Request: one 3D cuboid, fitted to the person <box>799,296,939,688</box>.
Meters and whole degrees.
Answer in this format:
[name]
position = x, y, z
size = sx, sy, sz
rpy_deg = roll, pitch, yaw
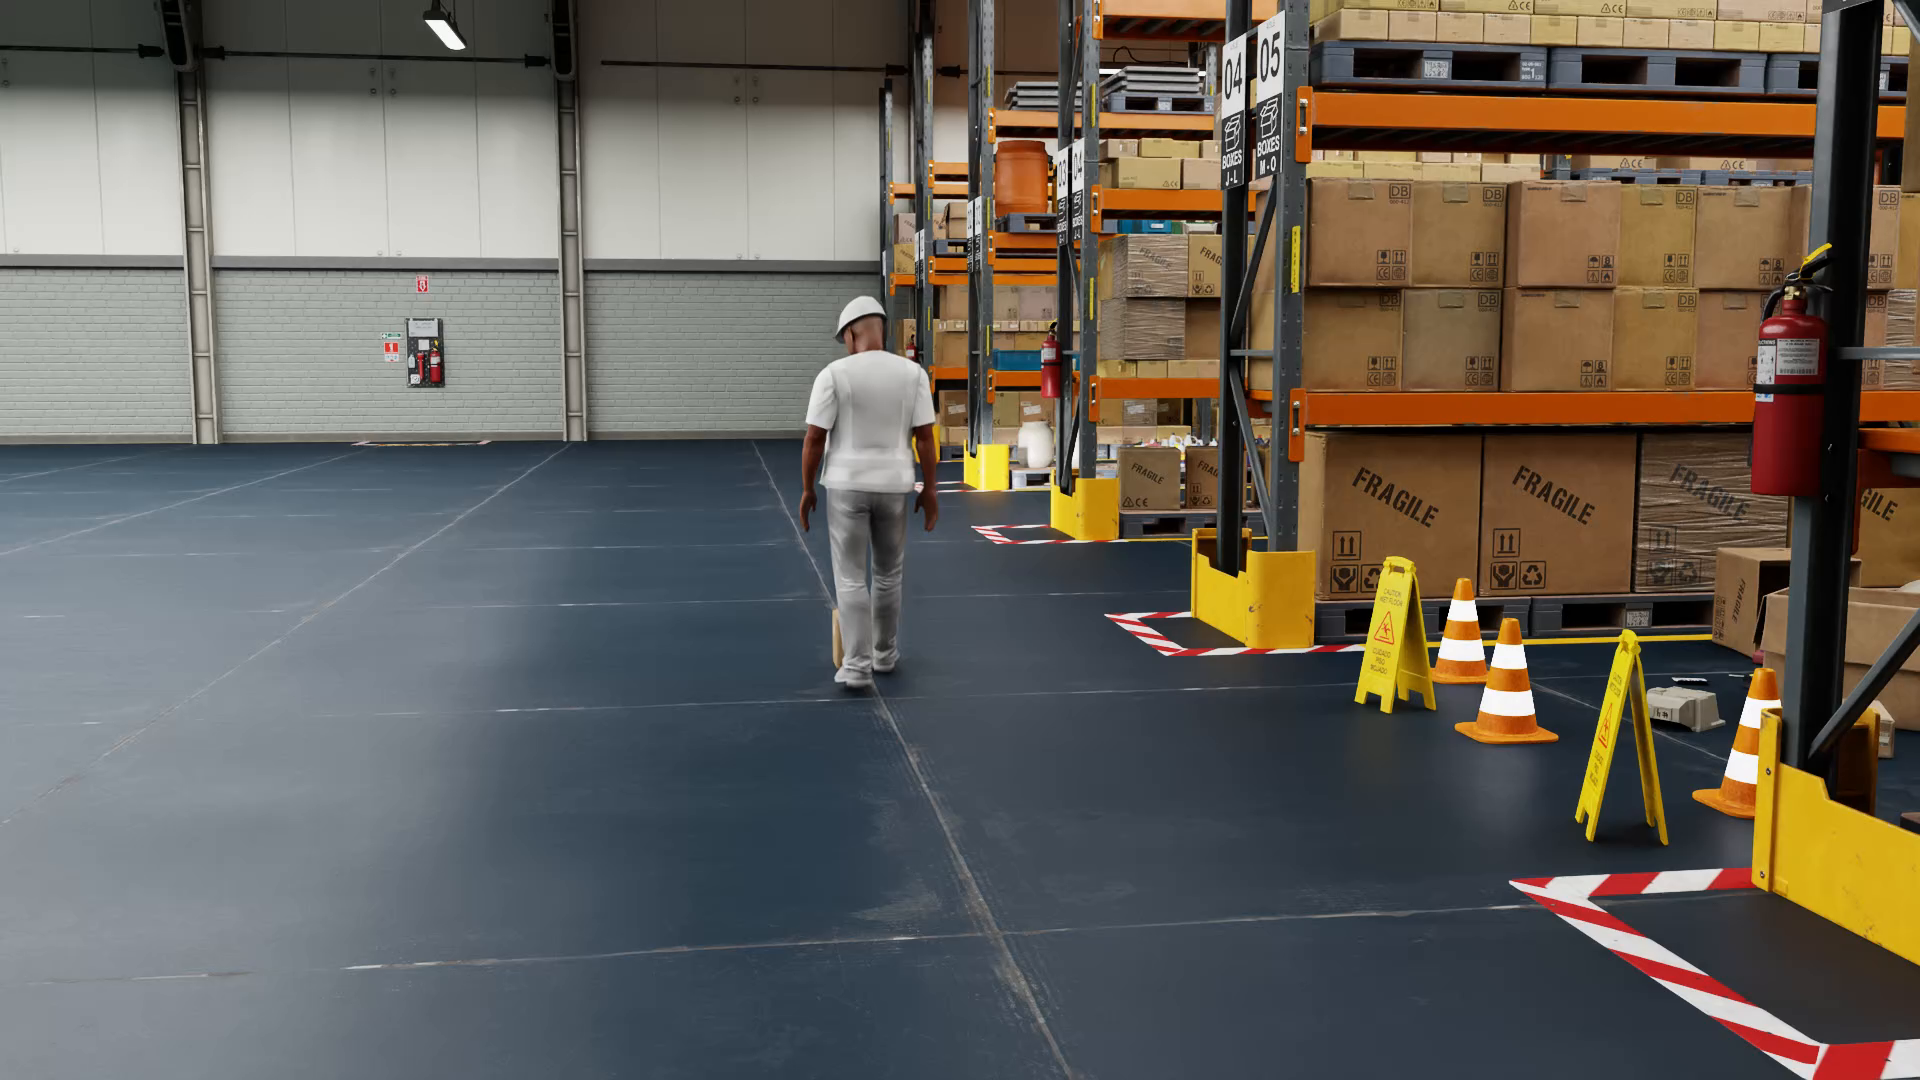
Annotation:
[person]
position = -0.443, -0.230, 7.588
size = 0.628, 1.742, 0.766
rpy_deg = -2, 7, -16
